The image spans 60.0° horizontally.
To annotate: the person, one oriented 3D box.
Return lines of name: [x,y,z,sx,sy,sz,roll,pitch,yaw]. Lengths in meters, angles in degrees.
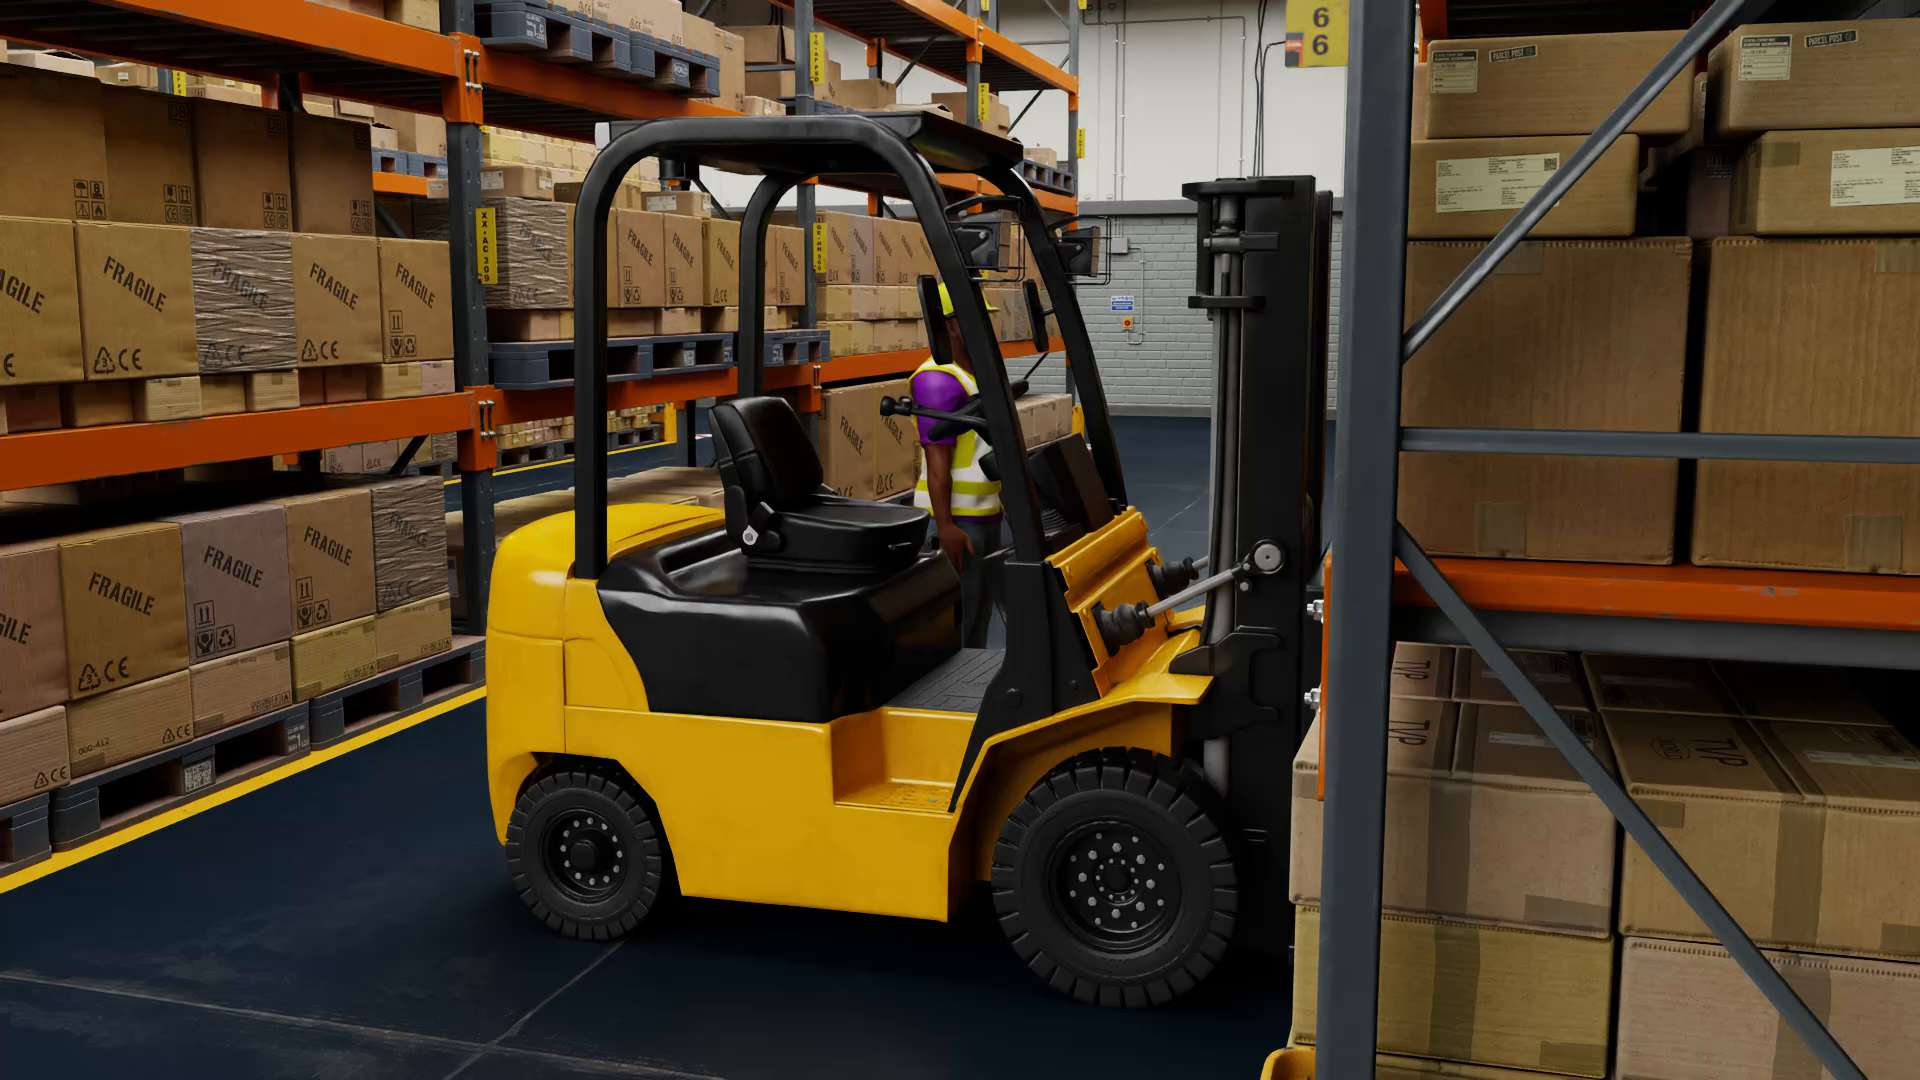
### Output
person: [0.018,-0.080,6.262,0.379,1.766,0.576,2,9,16]
